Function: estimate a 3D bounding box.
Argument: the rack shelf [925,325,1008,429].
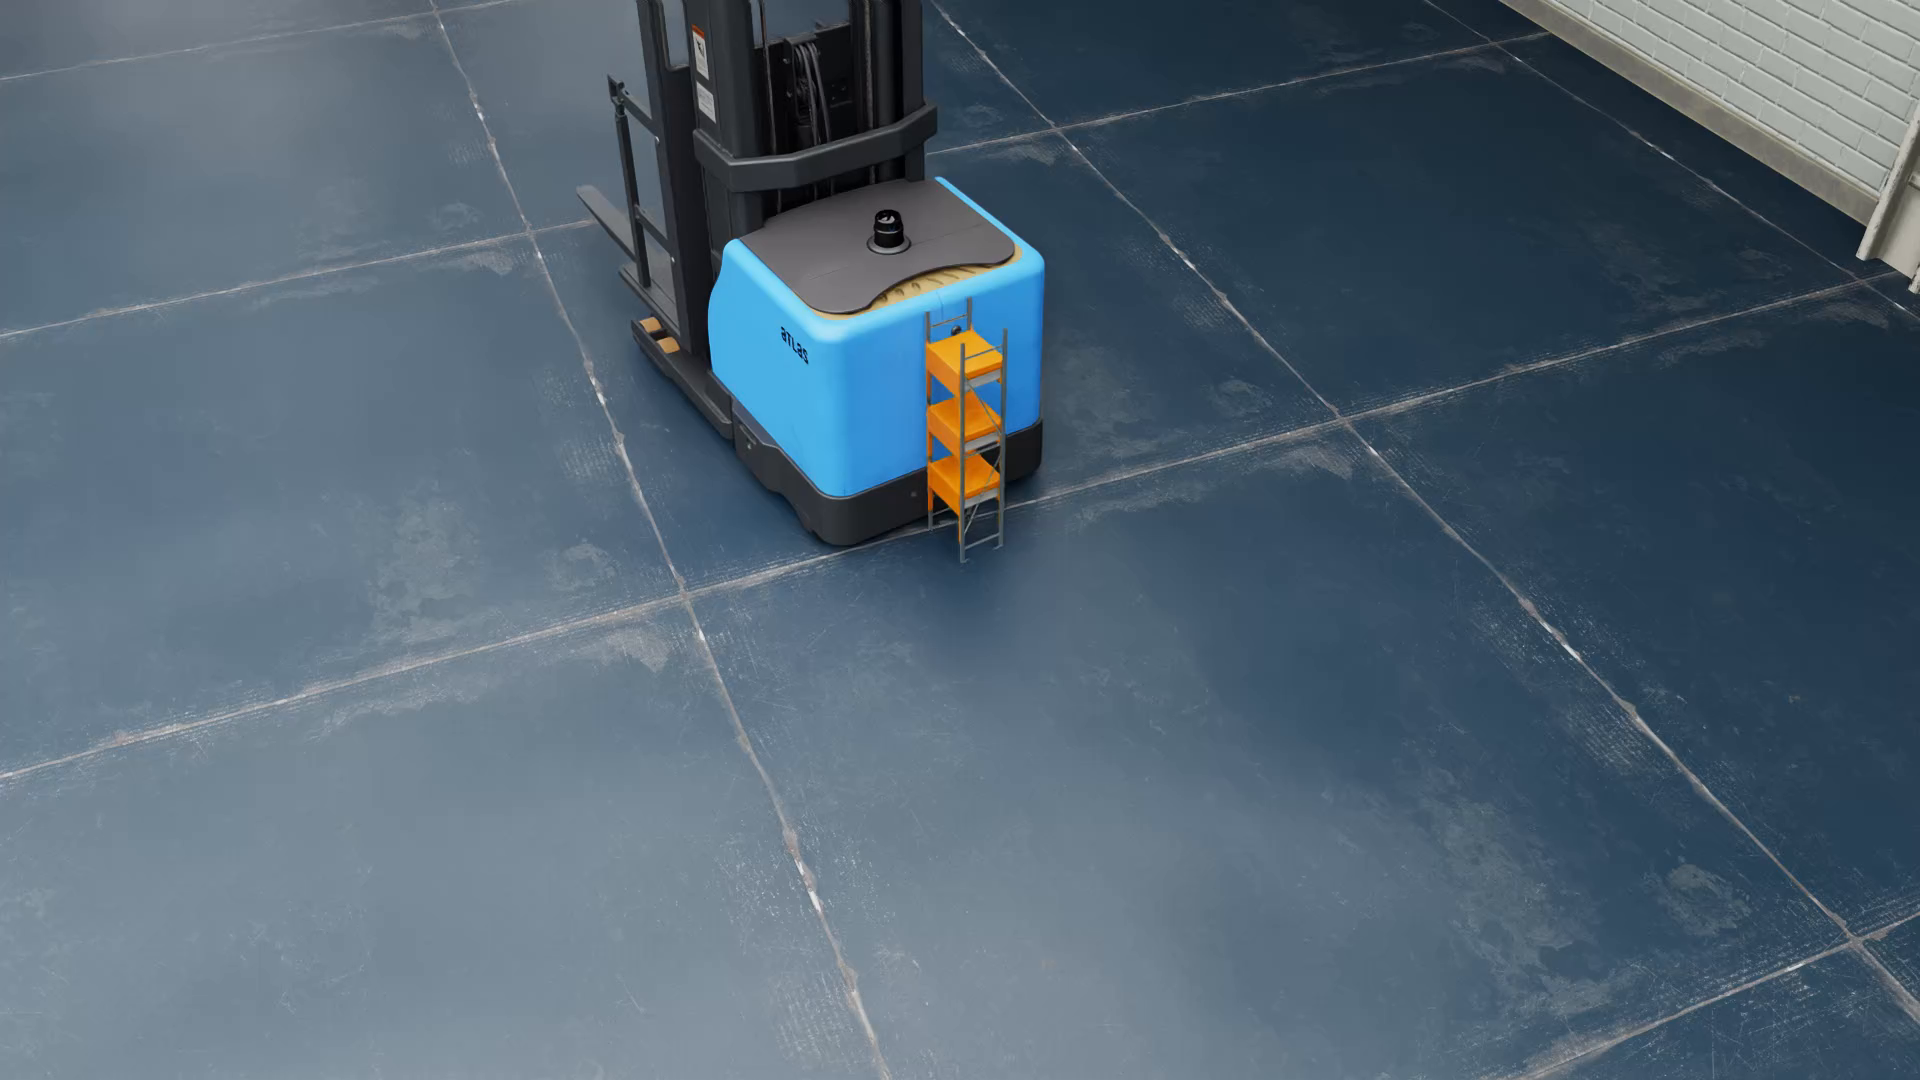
[{"bbox_3d":[0.022,-0.613,6.239,0.215,0.259,0.240,-22,45,-24],"label":"rack shelf"}]

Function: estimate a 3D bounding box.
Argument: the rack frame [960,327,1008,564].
[{"bbox_3d":[0.087,-0.338,6.338,0.200,1.050,0.008,-22,45,-24],"label":"rack frame"}]

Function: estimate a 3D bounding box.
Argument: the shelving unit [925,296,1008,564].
[{"bbox_3d":[0.022,-0.406,6.417,0.215,1.050,0.252,-22,45,-24],"label":"shelving unit"}]

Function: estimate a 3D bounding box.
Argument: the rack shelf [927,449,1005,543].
[{"bbox_3d":[0.022,-0.187,6.605,0.215,0.259,0.240,-22,45,-24],"label":"rack shelf"}]

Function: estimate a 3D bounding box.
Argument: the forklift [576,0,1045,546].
[{"bbox_3d":[-0.869,-2.024,6.855,1.130,2.935,3.031,-22,46,-24],"label":"forklift"}]

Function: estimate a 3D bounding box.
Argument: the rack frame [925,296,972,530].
[{"bbox_3d":[-0.042,-0.474,6.495,0.200,1.050,0.008,-22,45,-24],"label":"rack frame"}]

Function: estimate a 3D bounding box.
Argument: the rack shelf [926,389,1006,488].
[{"bbox_3d":[0.022,-0.398,6.424,0.215,0.259,0.240,-22,45,-24],"label":"rack shelf"}]

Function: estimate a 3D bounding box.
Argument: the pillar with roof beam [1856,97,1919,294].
[{"bbox_3d":[0.777,-3.701,4.152,9.100,9.000,0.400,-15,43,-17],"label":"pillar with roof beam"}]
